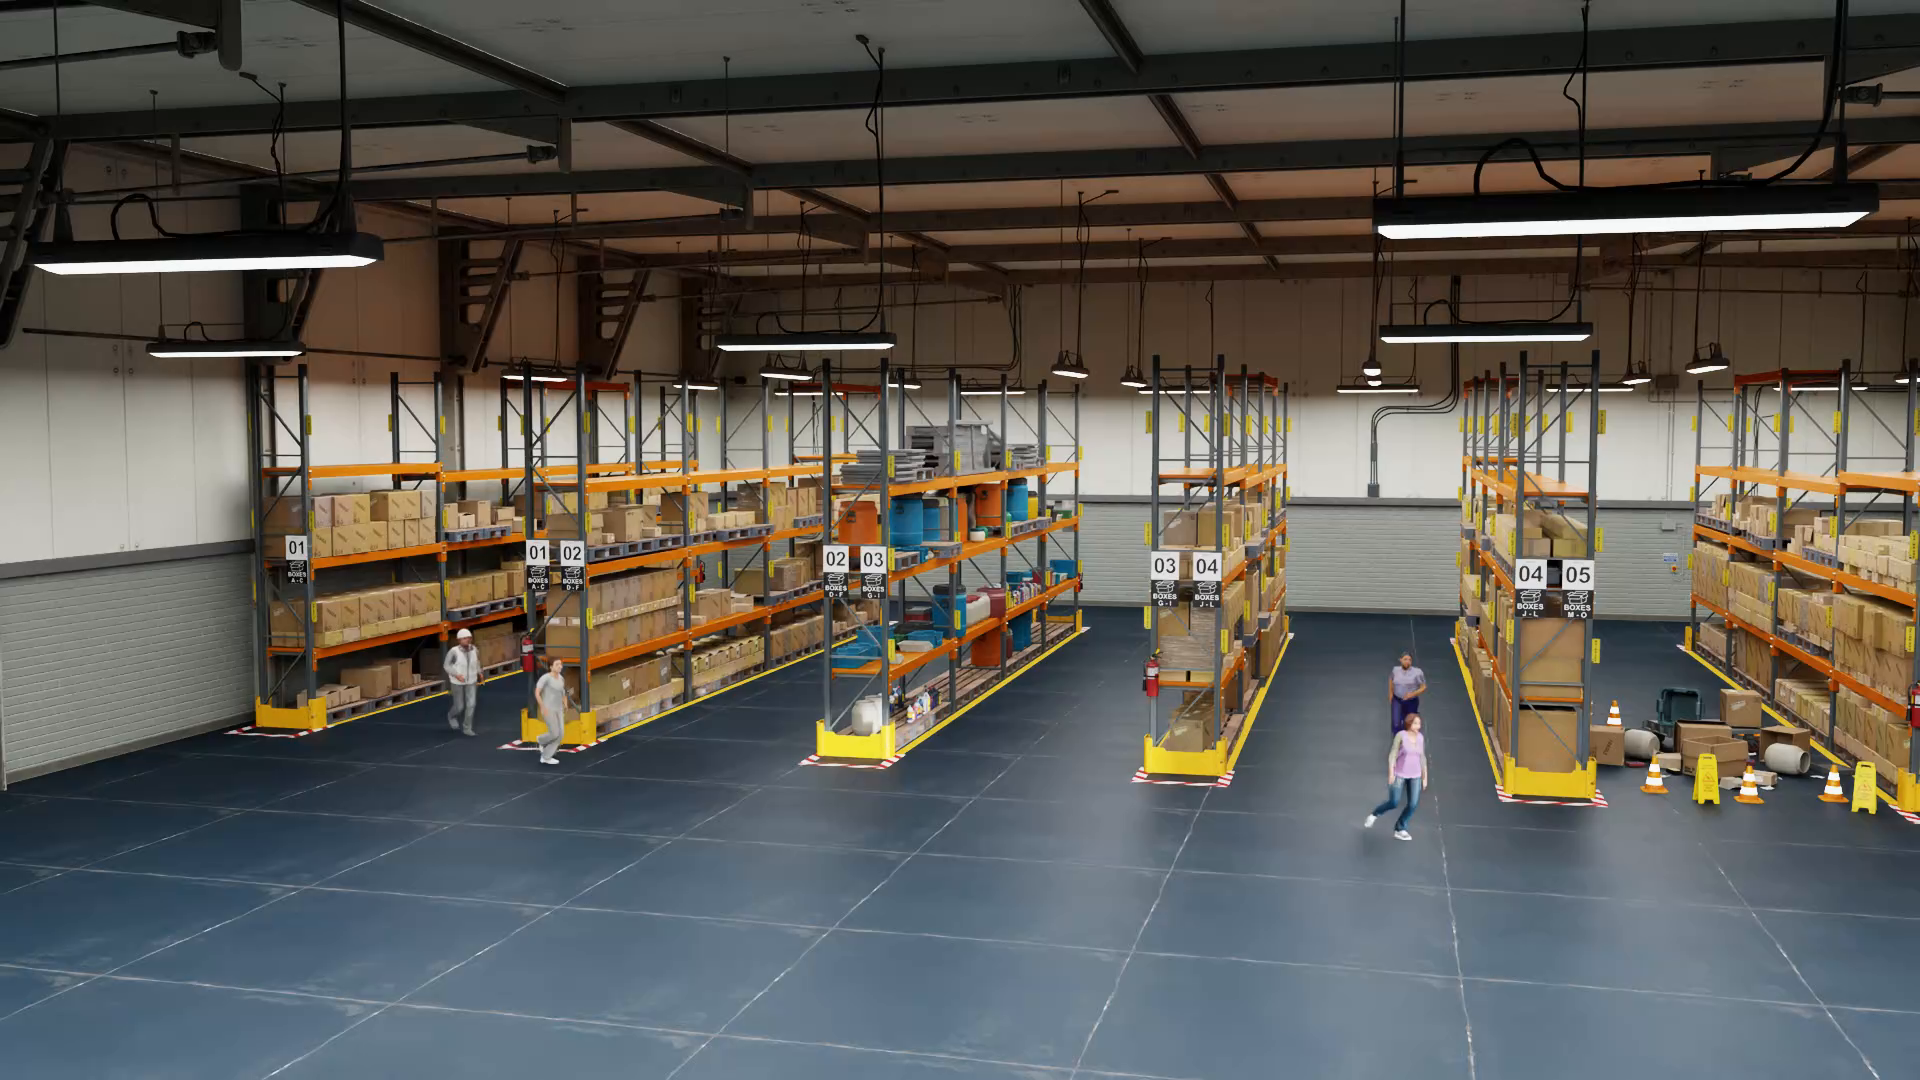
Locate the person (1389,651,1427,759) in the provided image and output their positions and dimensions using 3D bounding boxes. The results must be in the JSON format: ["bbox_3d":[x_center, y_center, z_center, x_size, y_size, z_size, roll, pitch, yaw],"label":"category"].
[{"bbox_3d":[6.700,2.464,24.912,0.552,1.639,0.778,1,4,16],"label":"person"}]

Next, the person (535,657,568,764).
[{"bbox_3d":[-6.056,2.510,24.567,0.552,1.596,0.568,3,5,37],"label":"person"}]

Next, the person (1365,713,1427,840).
[{"bbox_3d":[5.288,2.836,20.108,0.671,1.536,0.502,-1,4,-10],"label":"person"}]

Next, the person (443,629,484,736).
[{"bbox_3d":[-8.086,2.286,26.964,0.655,1.733,0.803,-3,5,-36],"label":"person"}]
